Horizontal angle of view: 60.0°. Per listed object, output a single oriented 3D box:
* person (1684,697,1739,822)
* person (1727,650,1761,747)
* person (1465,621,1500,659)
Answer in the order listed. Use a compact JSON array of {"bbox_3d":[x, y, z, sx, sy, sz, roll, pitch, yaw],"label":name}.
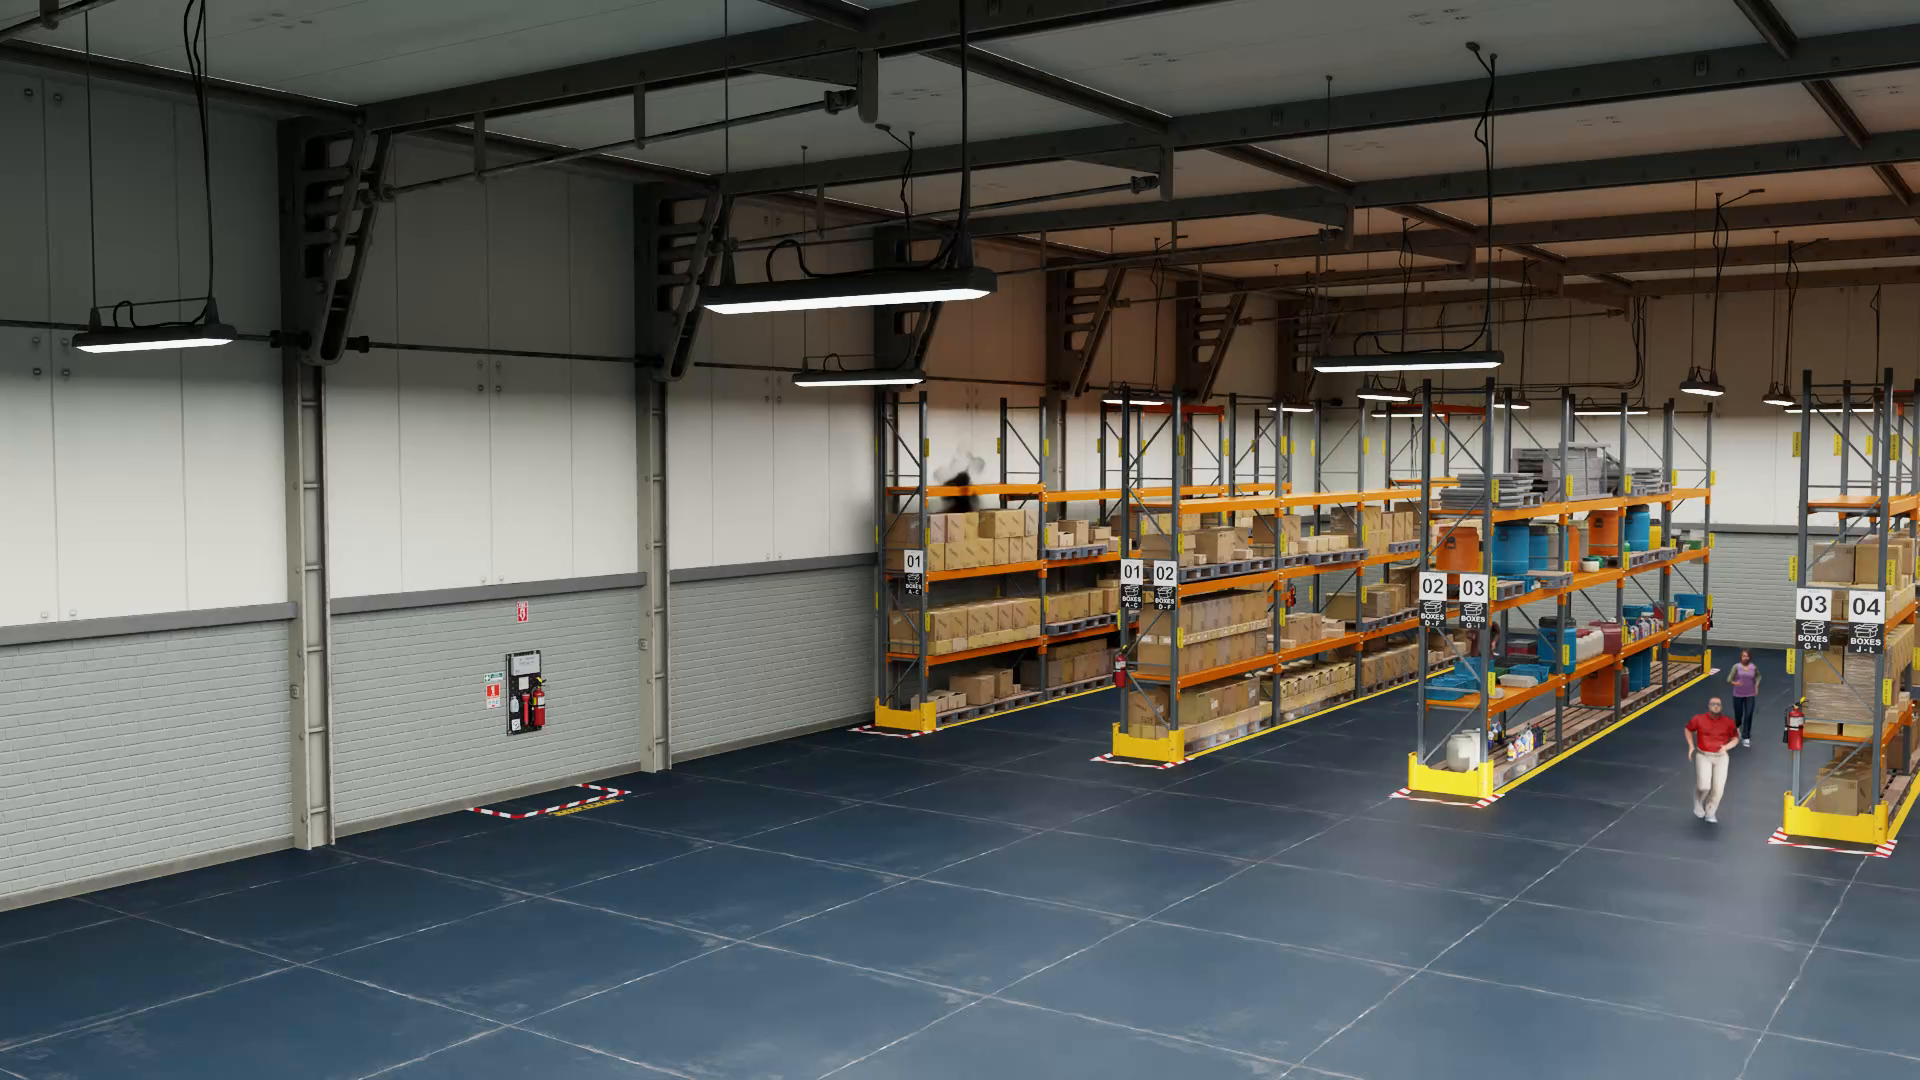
[{"bbox_3d":[10.016,2.927,22.140,0.648,1.679,0.587,1,3,18],"label":"person"},{"bbox_3d":[13.188,2.637,27.964,0.541,1.569,0.867,1,3,19],"label":"person"},{"bbox_3d":[10.495,2.270,33.432,0.688,1.814,0.754,2,4,25],"label":"person"}]
